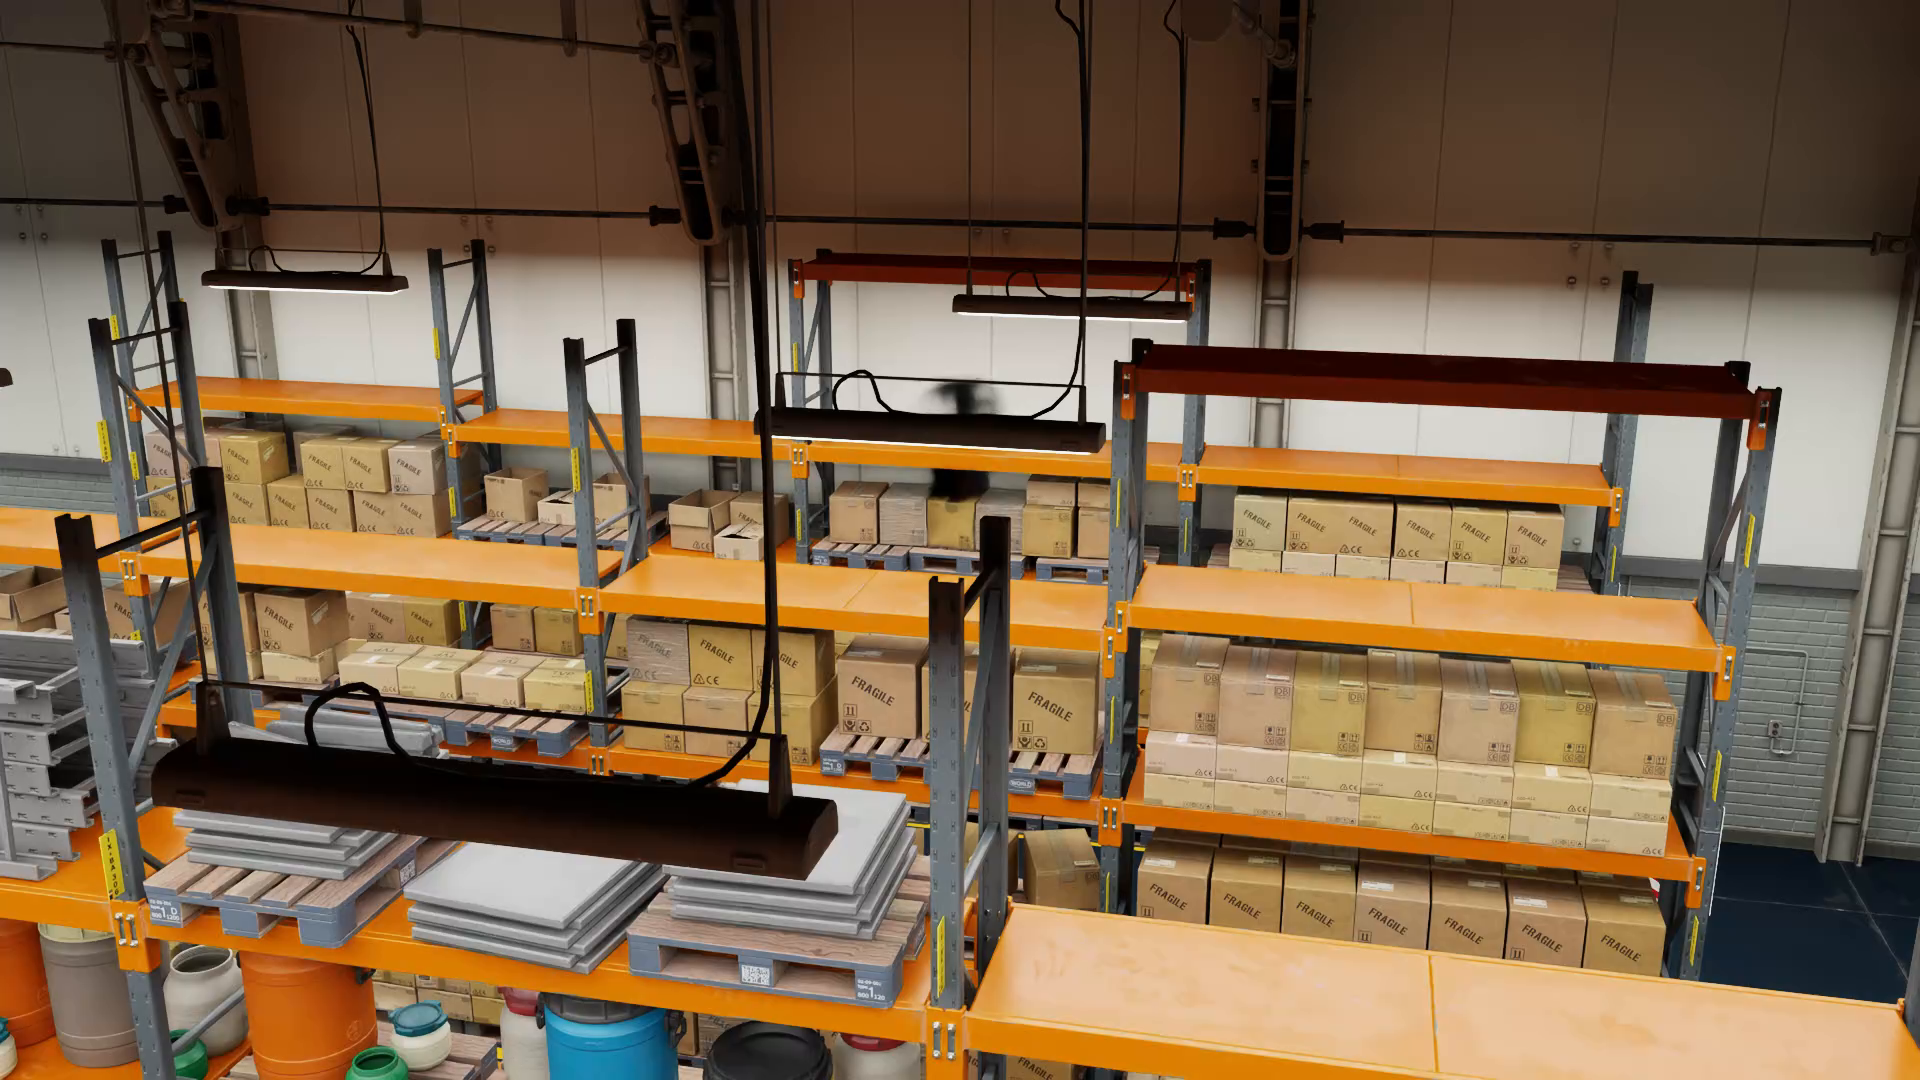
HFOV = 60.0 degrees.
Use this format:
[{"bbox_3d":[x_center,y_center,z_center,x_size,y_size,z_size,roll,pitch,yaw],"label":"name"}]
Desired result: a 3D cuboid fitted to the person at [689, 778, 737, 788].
[{"bbox_3d":[-2.437,2.567,16.679,0.869,1.712,0.735,8,18,25],"label":"person"}]
